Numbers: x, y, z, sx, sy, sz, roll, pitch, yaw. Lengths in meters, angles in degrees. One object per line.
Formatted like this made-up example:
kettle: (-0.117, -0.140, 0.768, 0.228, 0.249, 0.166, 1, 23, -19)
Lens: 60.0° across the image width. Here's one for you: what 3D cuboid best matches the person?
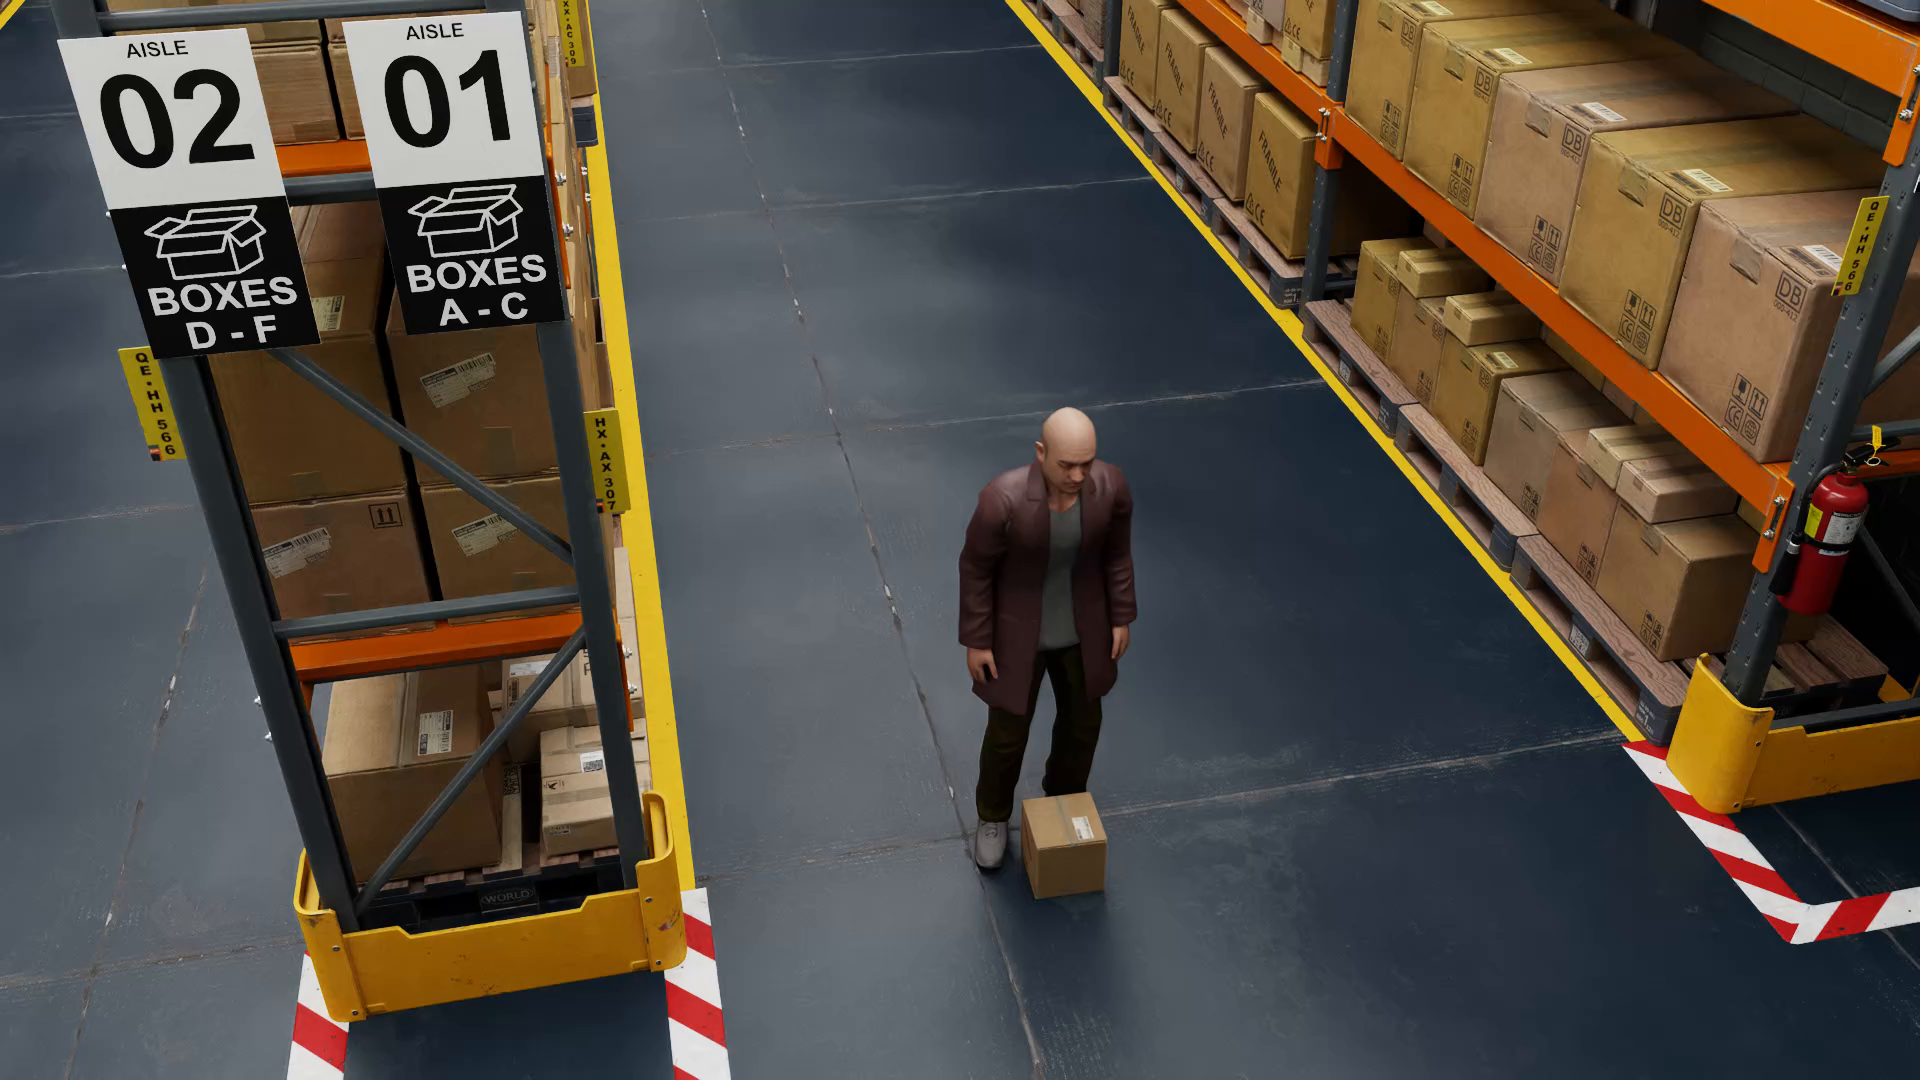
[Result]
person: (0.305, 0.318, 5.684, 0.640, 1.772, 0.428, -9, 35, -12)
